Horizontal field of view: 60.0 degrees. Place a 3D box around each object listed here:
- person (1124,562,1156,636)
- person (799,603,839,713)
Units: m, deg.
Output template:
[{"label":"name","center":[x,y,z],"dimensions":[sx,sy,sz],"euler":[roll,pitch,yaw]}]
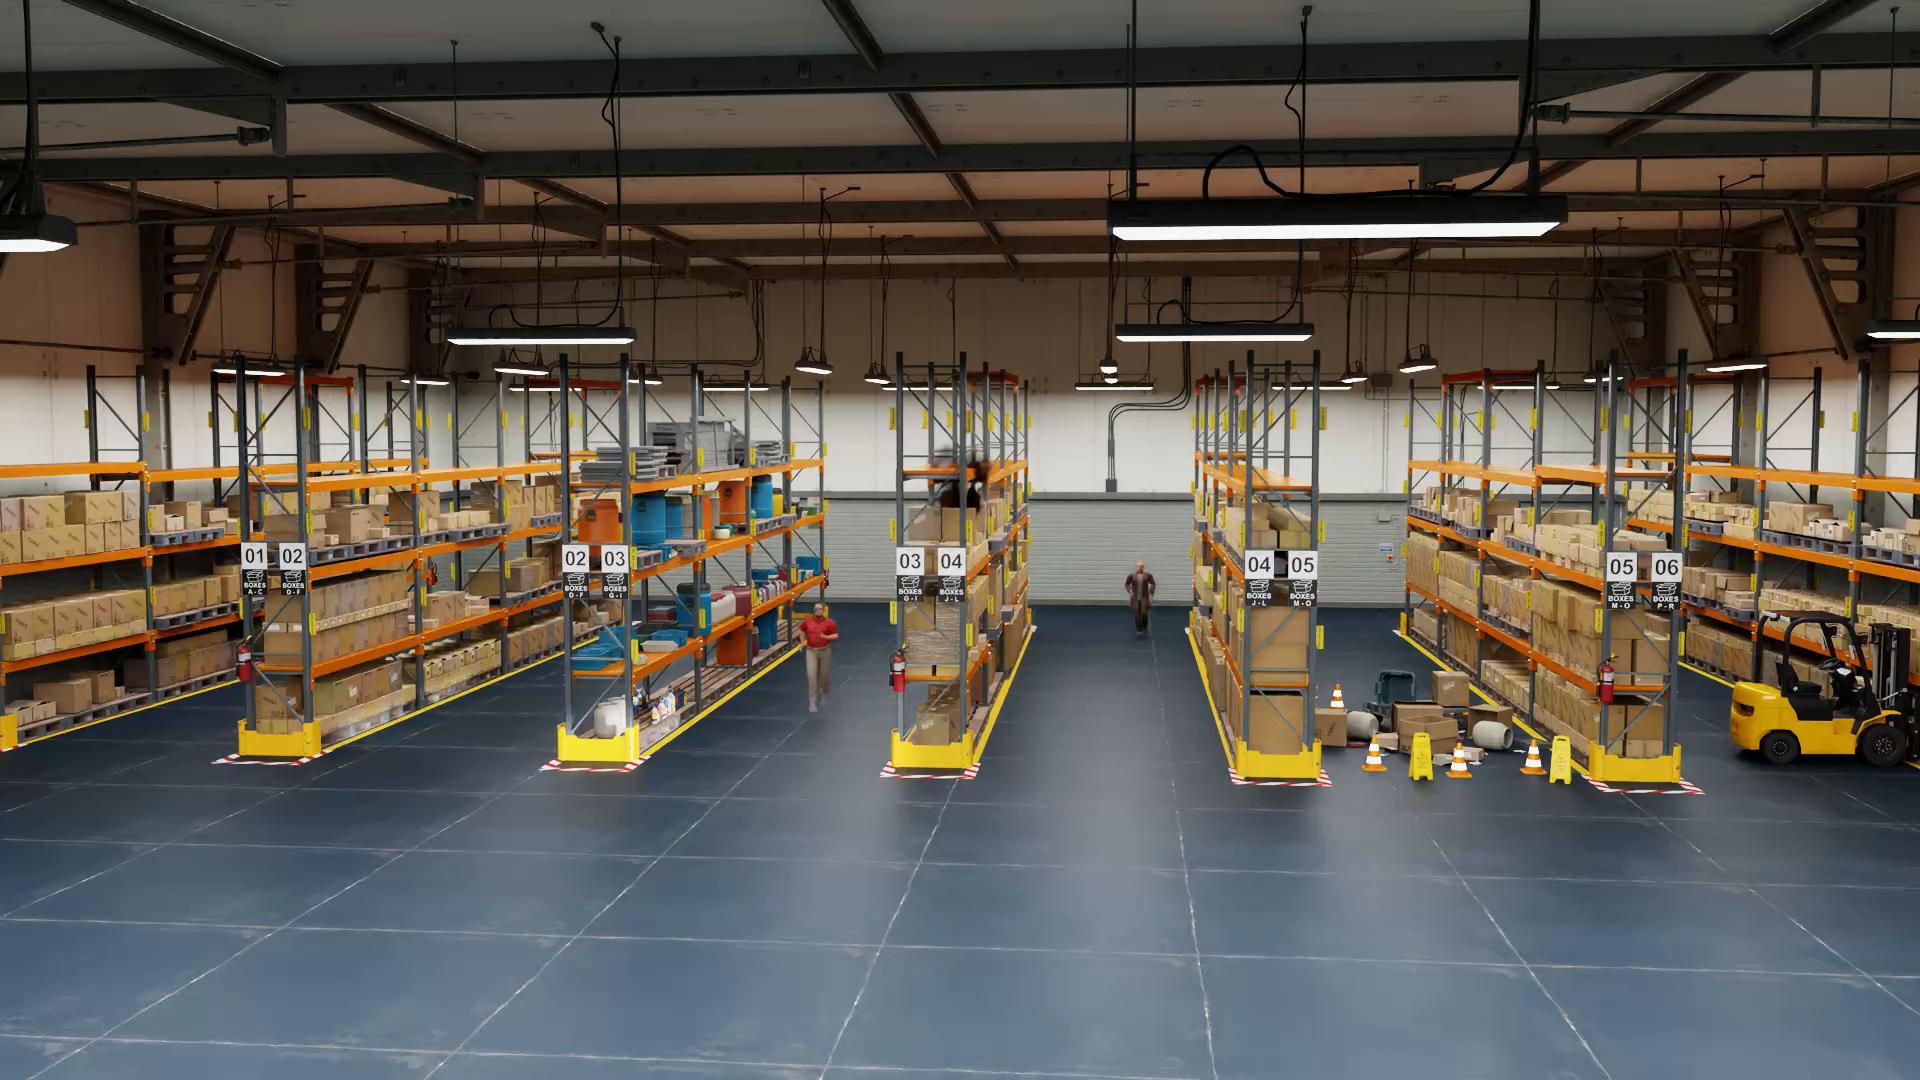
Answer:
[{"label":"person","center":[4.170,1.380,38.626],"dimensions":[0.713,1.746,0.649],"euler":[1,4,10]},{"label":"person","center":[-2.339,1.915,27.541],"dimensions":[0.656,1.751,0.896],"euler":[0,4,-4]}]
